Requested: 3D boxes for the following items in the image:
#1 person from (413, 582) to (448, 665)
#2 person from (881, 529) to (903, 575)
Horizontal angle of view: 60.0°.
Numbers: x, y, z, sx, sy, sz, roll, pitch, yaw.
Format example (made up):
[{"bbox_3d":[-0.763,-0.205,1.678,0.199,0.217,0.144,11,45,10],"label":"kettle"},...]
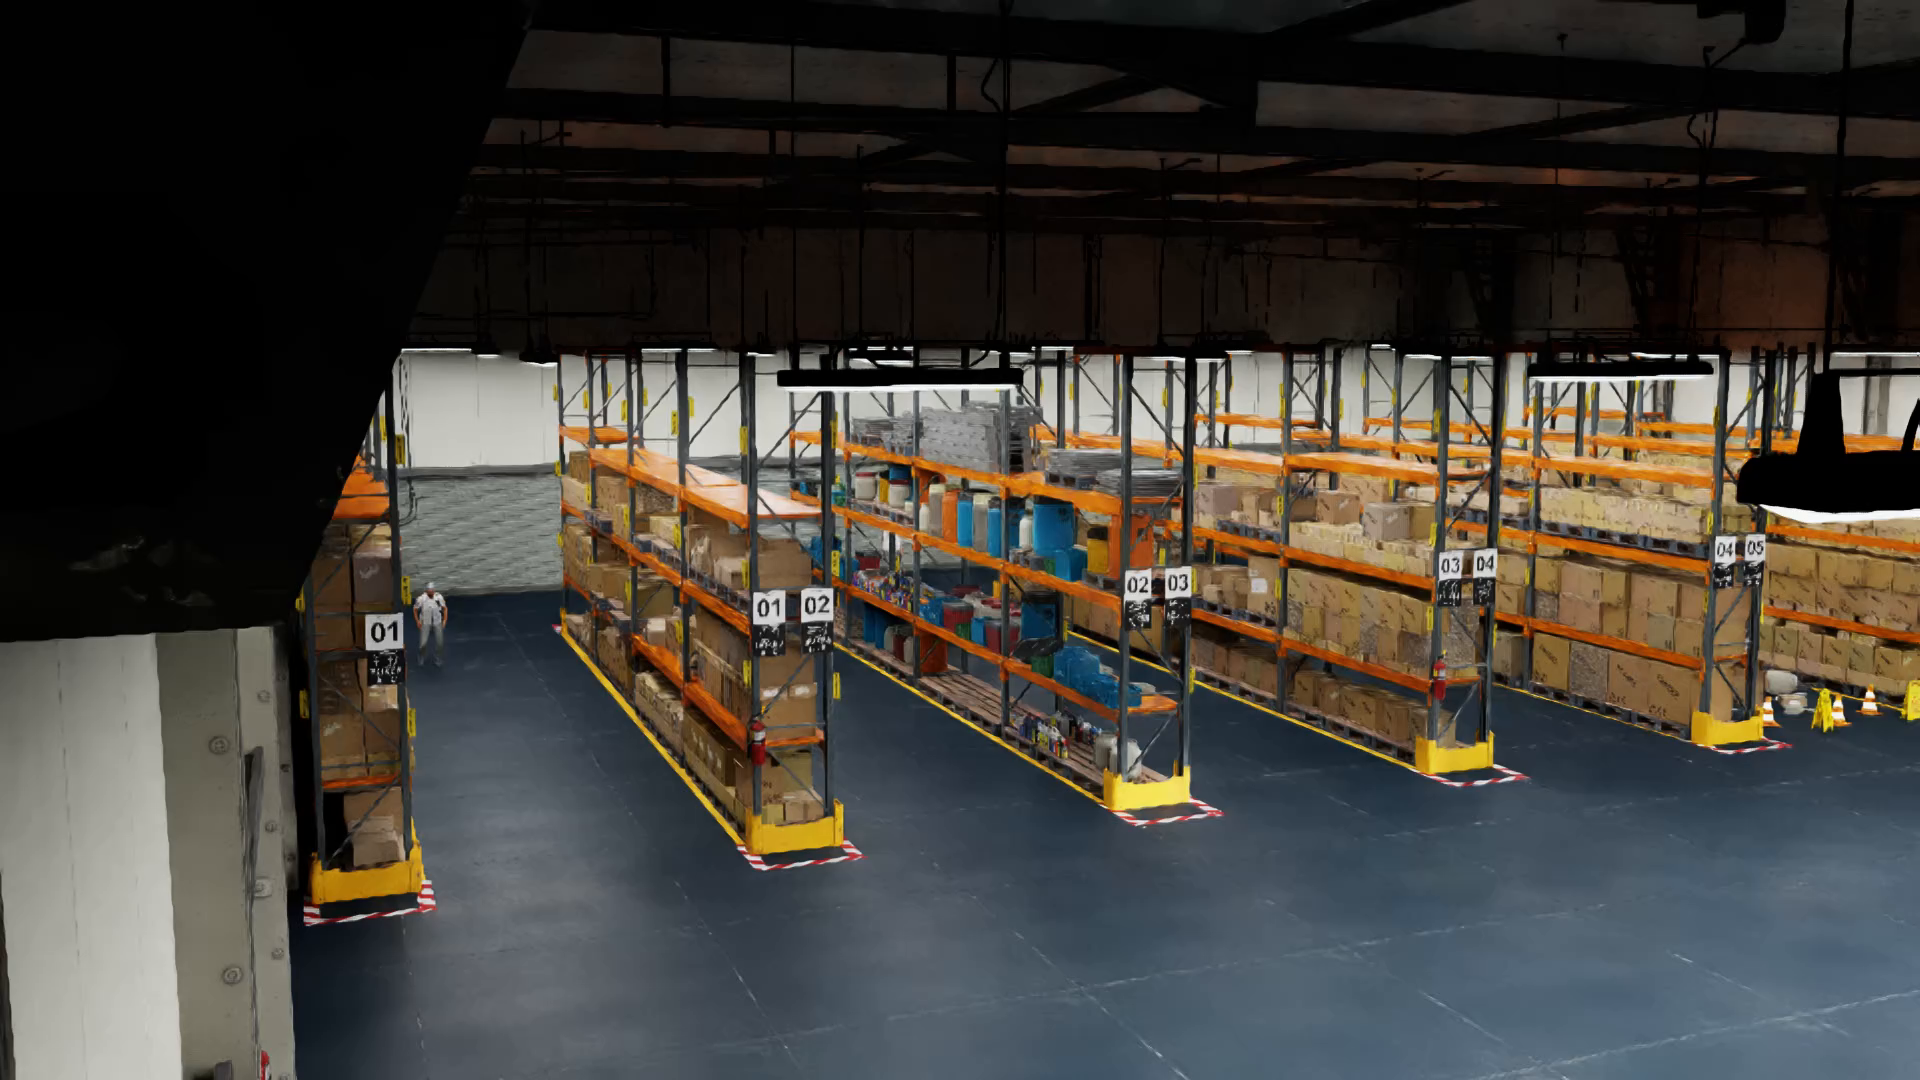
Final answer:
[{"bbox_3d":[-9.963,1.570,31.315,0.625,1.611,0.582,-3,8,-24],"label":"person"},{"bbox_3d":[-1.662,0.219,41.301,0.579,1.760,0.566,2,8,15],"label":"person"}]
